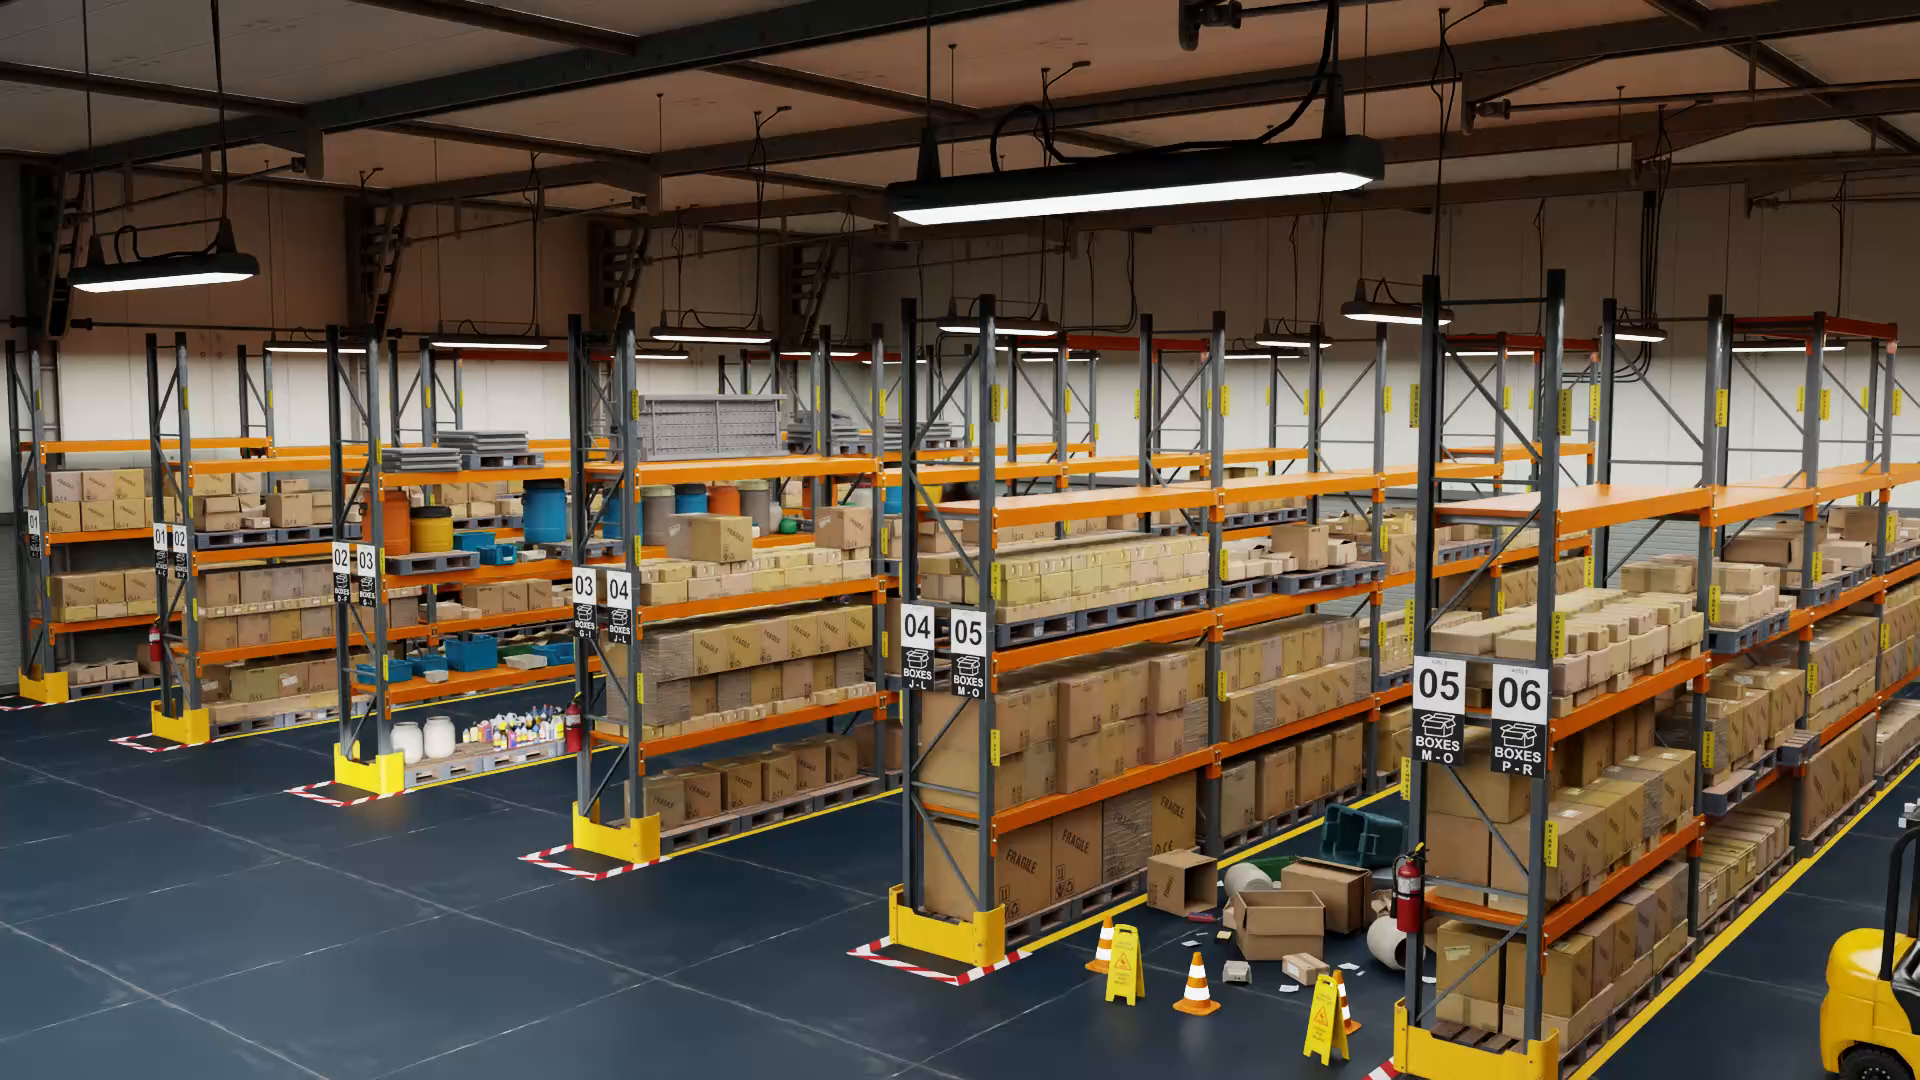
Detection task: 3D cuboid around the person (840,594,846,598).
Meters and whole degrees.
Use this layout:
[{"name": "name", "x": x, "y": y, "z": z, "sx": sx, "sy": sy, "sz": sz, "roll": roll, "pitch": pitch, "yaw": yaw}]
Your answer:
[{"name": "person", "x": -2.634, "y": 0.803, "z": 39.337, "sx": 0.472, "sy": 1.660, "sz": 0.497, "roll": 5, "pitch": 7, "yaw": 44}]
